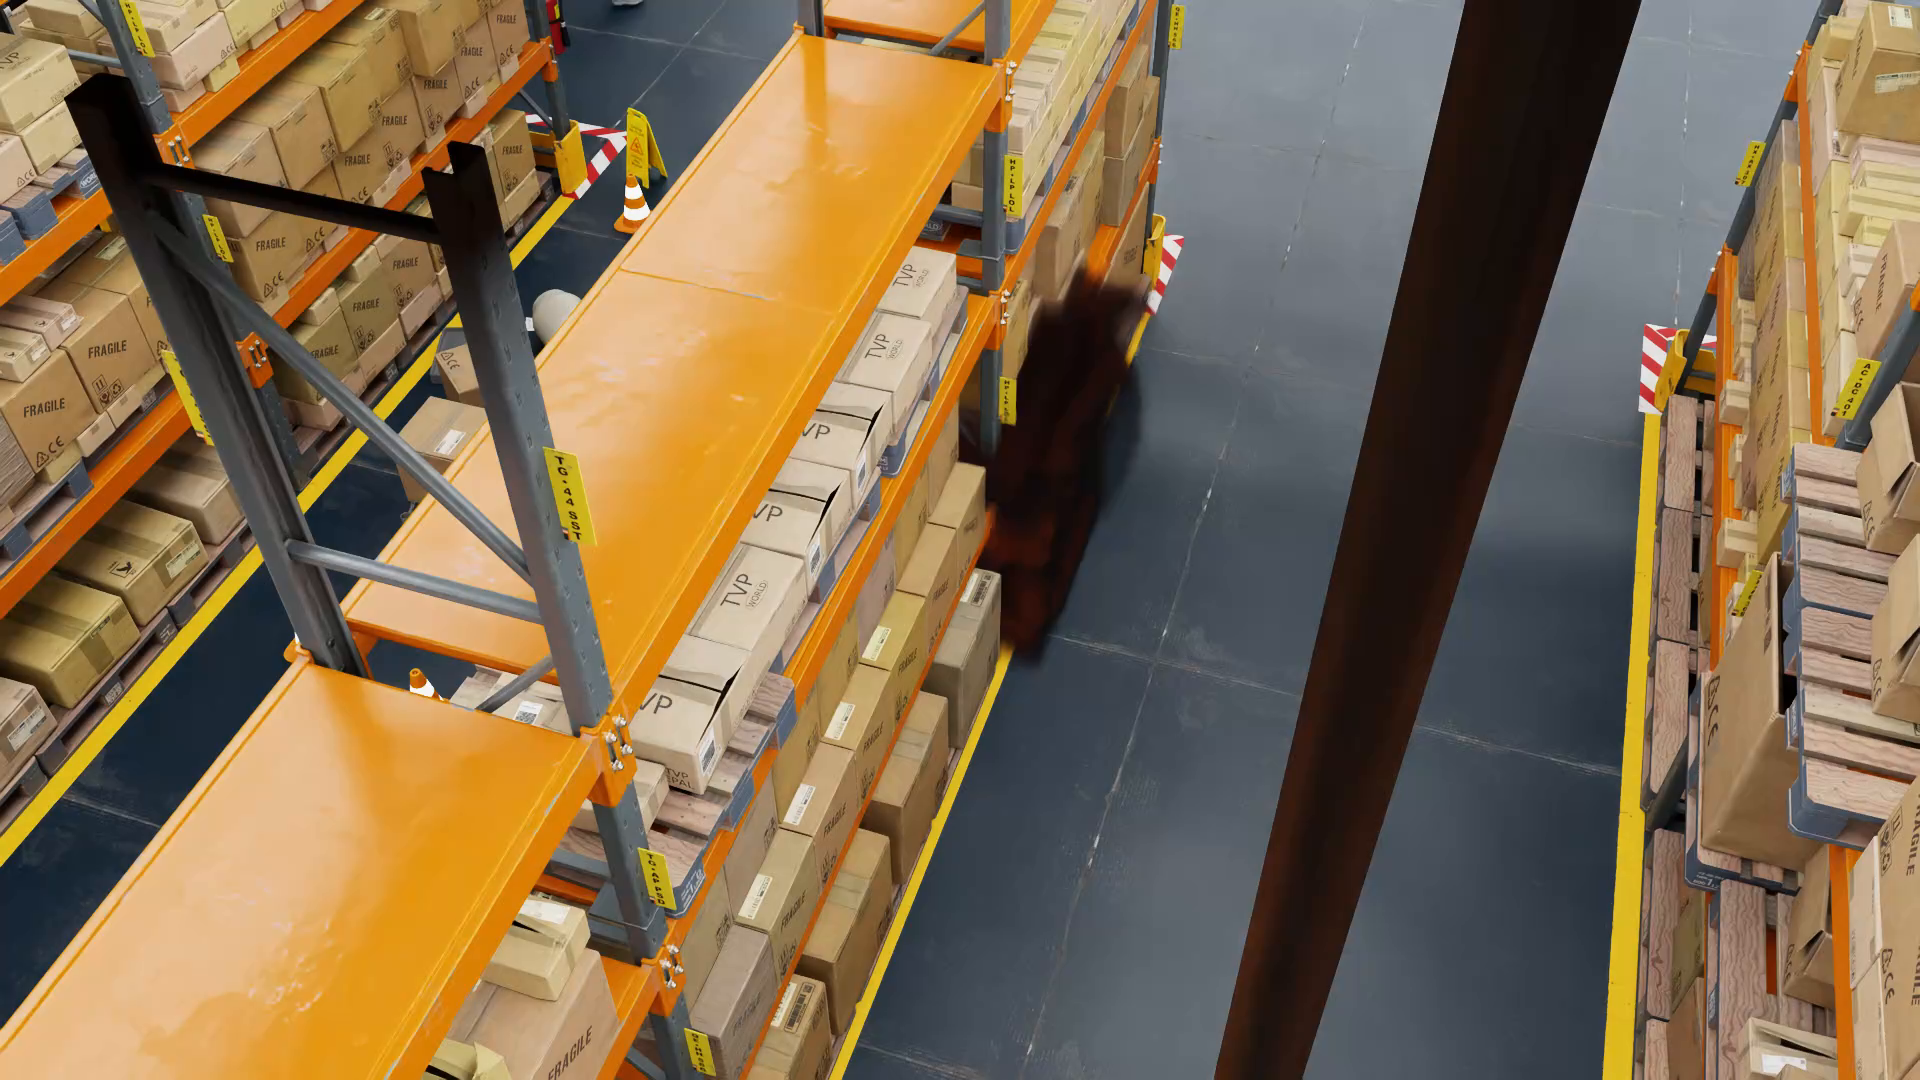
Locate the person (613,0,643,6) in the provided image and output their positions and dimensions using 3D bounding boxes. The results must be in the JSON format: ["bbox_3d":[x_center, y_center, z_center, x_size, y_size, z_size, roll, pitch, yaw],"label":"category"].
[{"bbox_3d":[-3.303,-5.923,15.645,0.485,1.779,0.578,-11,47,-11],"label":"person"}]
